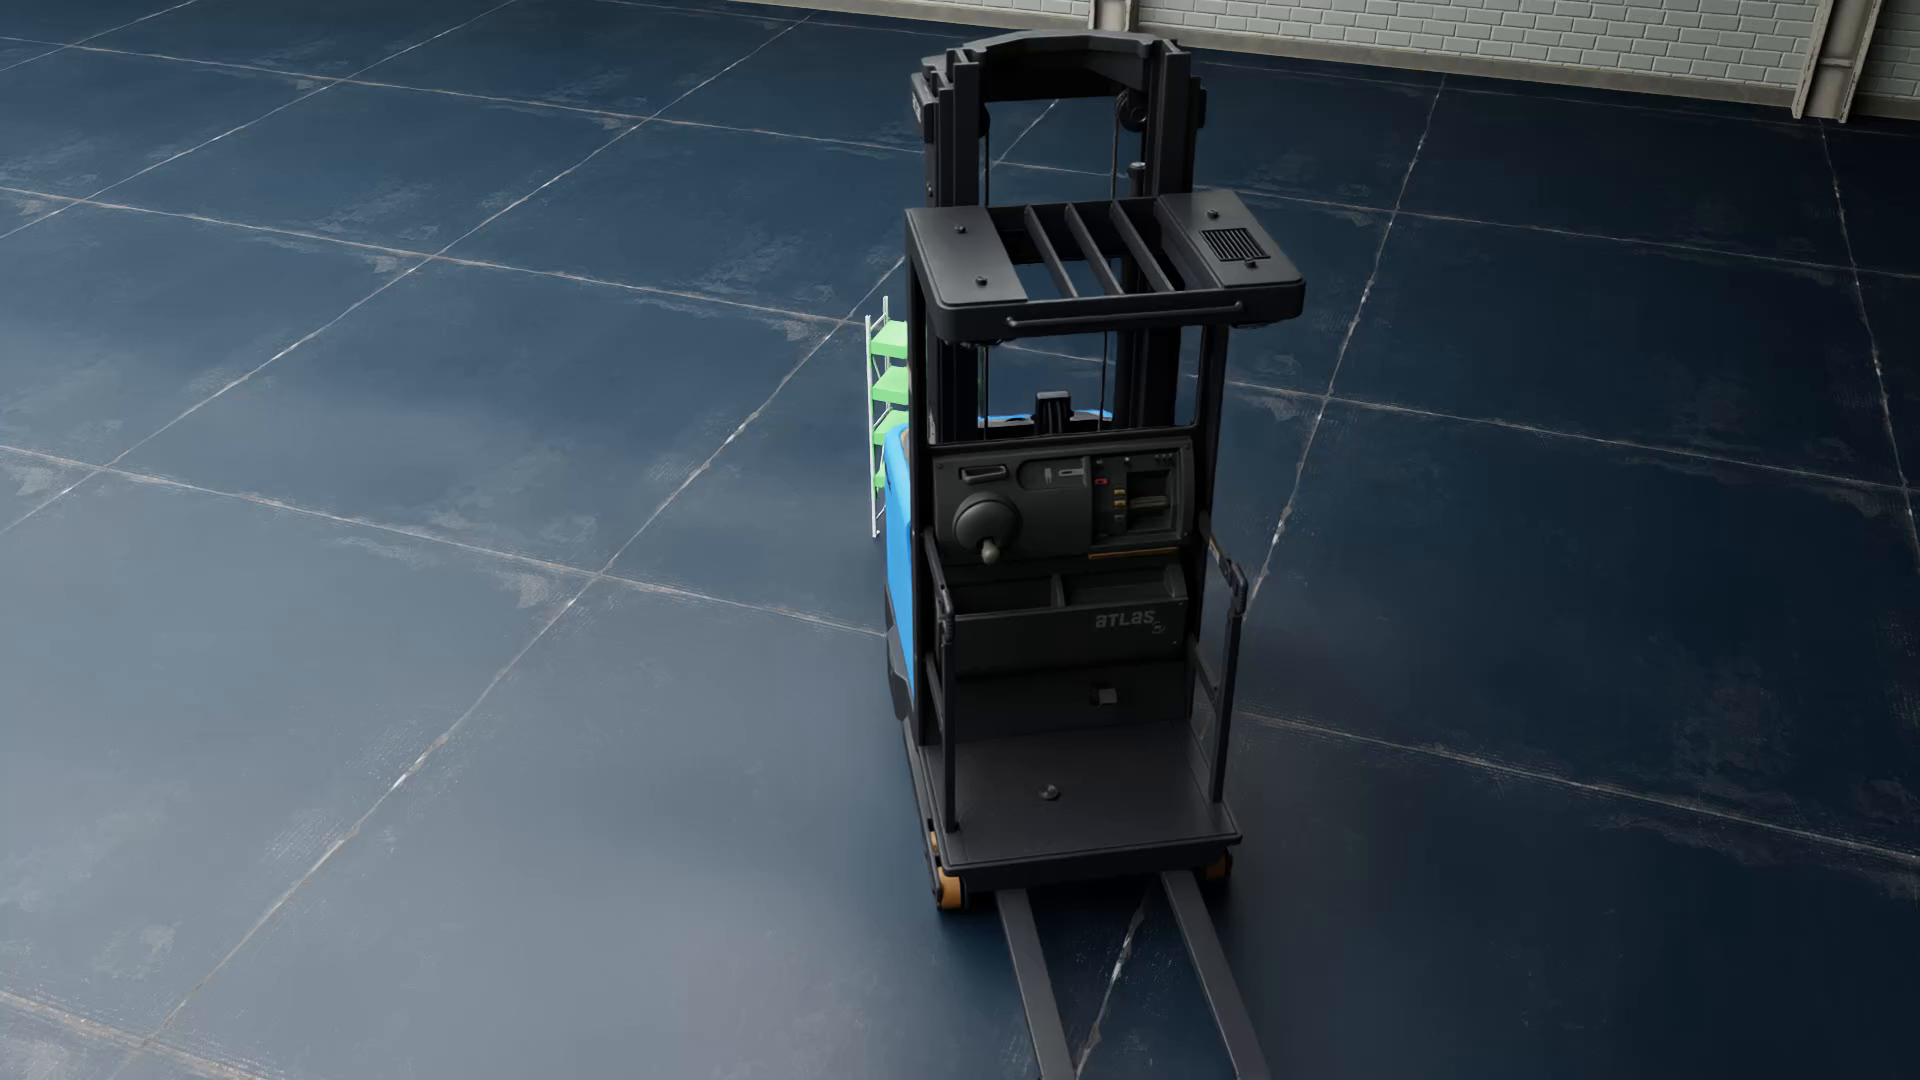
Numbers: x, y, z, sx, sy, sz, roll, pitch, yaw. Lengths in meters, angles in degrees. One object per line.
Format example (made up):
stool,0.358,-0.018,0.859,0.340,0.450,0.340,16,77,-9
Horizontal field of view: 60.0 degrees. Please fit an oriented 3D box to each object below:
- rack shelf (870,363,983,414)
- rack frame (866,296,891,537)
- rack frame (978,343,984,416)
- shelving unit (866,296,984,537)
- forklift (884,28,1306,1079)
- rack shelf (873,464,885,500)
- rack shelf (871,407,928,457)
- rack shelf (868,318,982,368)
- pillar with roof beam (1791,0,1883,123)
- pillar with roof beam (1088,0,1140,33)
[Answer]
rack shelf,-0.156,-0.682,7.876,0.480,0.148,0.258,11,34,16
rack frame,-0.386,-0.579,8.041,0.015,1.200,0.240,11,34,16
rack frame,0.074,-0.490,7.902,0.015,1.200,0.240,11,34,16
shelving unit,-0.156,-0.534,7.971,0.503,1.200,0.258,11,34,16
forklift,0.406,-0.078,5.669,1.130,2.935,3.031,-5,33,-8
rack shelf,-0.156,-0.279,8.136,0.480,0.148,0.258,11,34,16
rack shelf,-0.156,-0.481,8.006,0.480,0.148,0.258,11,34,16
rack shelf,-0.156,-0.884,7.746,0.480,0.148,0.258,11,34,16
pillar with roof beam,5.602,-5.076,7.816,0.400,9.000,9.100,11,34,16
pillar with roof beam,-0.046,-6.174,9.517,0.400,9.000,9.100,11,34,16
